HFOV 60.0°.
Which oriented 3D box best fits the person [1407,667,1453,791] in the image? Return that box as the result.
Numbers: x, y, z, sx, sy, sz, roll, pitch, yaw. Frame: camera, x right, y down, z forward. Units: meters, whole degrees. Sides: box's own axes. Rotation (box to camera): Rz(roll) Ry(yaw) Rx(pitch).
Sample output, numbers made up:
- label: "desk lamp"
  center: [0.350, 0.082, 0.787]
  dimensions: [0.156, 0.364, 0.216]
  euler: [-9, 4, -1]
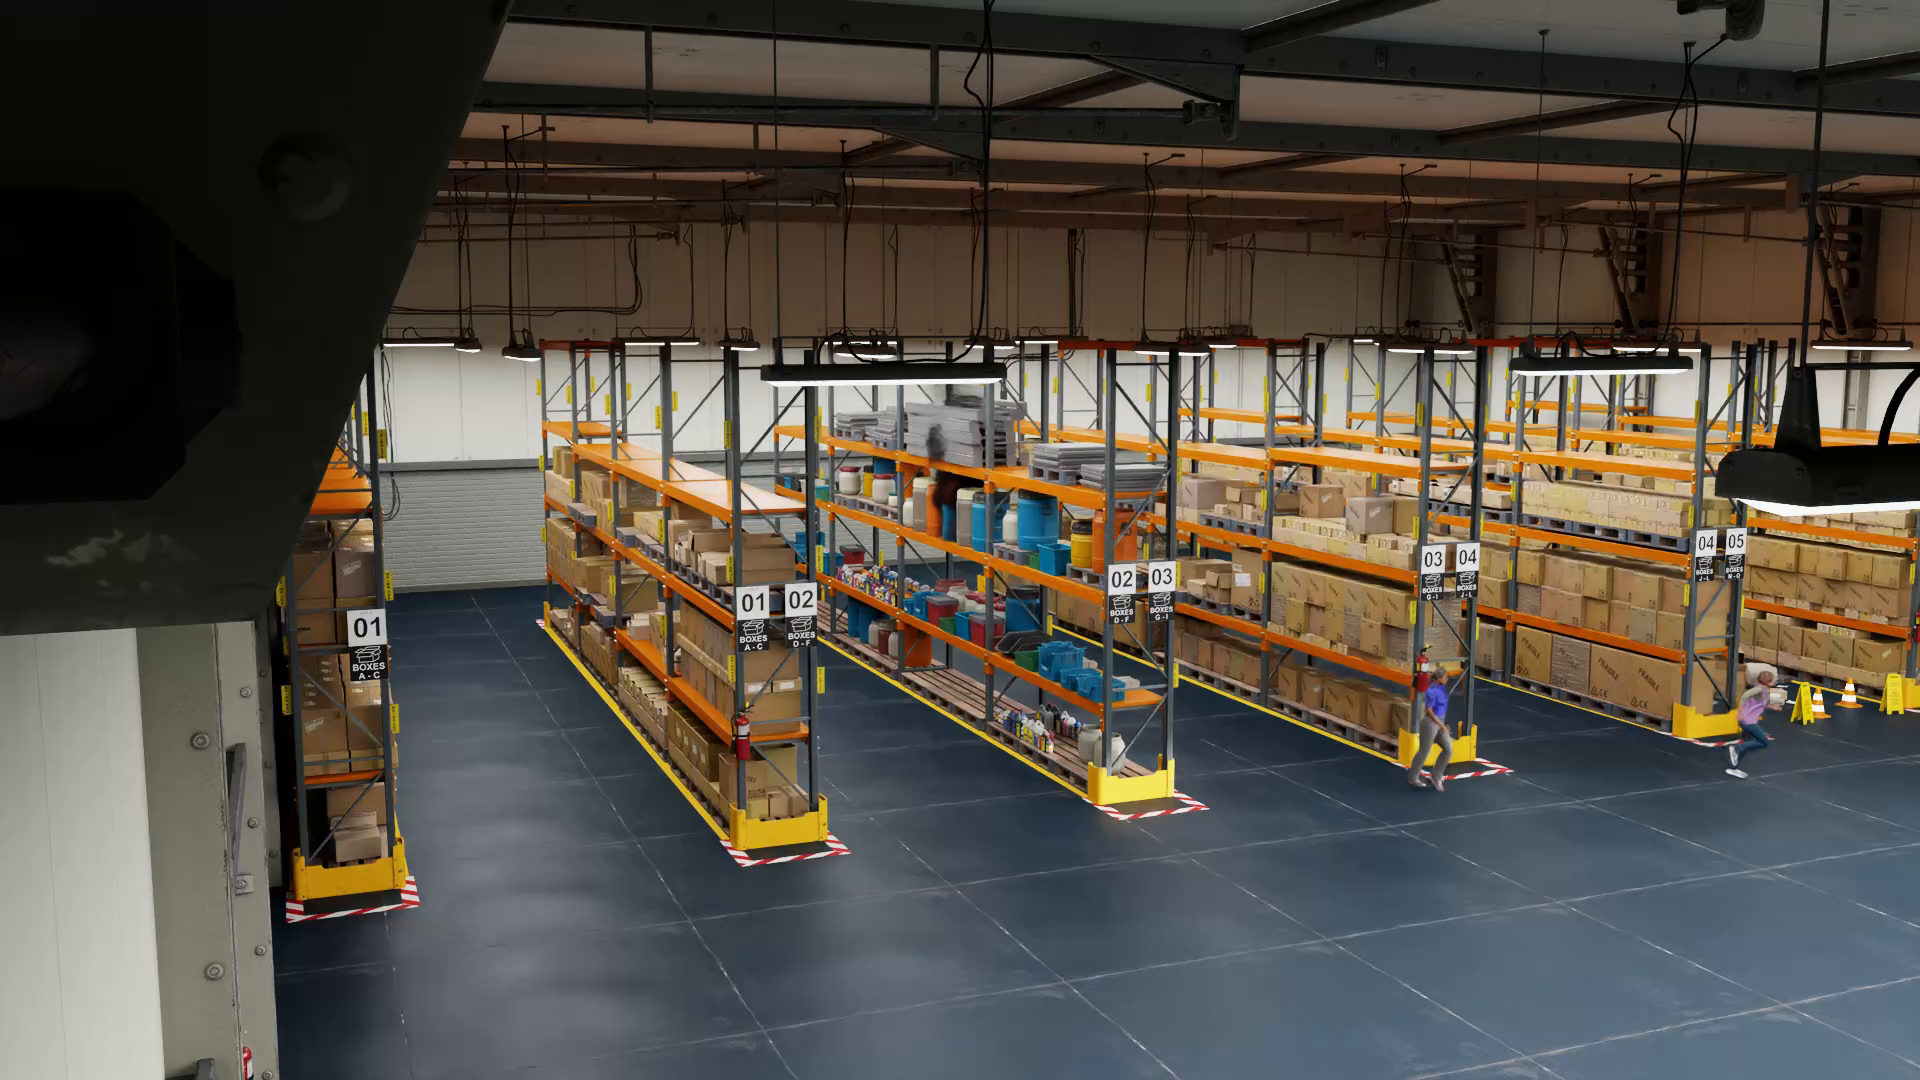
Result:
- label: "person"
  center: [6.483, 2.586, 22.628]
  dimensions: [0.611, 1.733, 0.553]
  euler: [7, 10, 44]

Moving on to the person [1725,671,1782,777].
- label: "person"
  center: [11.101, 2.571, 23.236]
  dimensions: [0.674, 1.526, 0.525]
  euler: [3, 8, 21]
